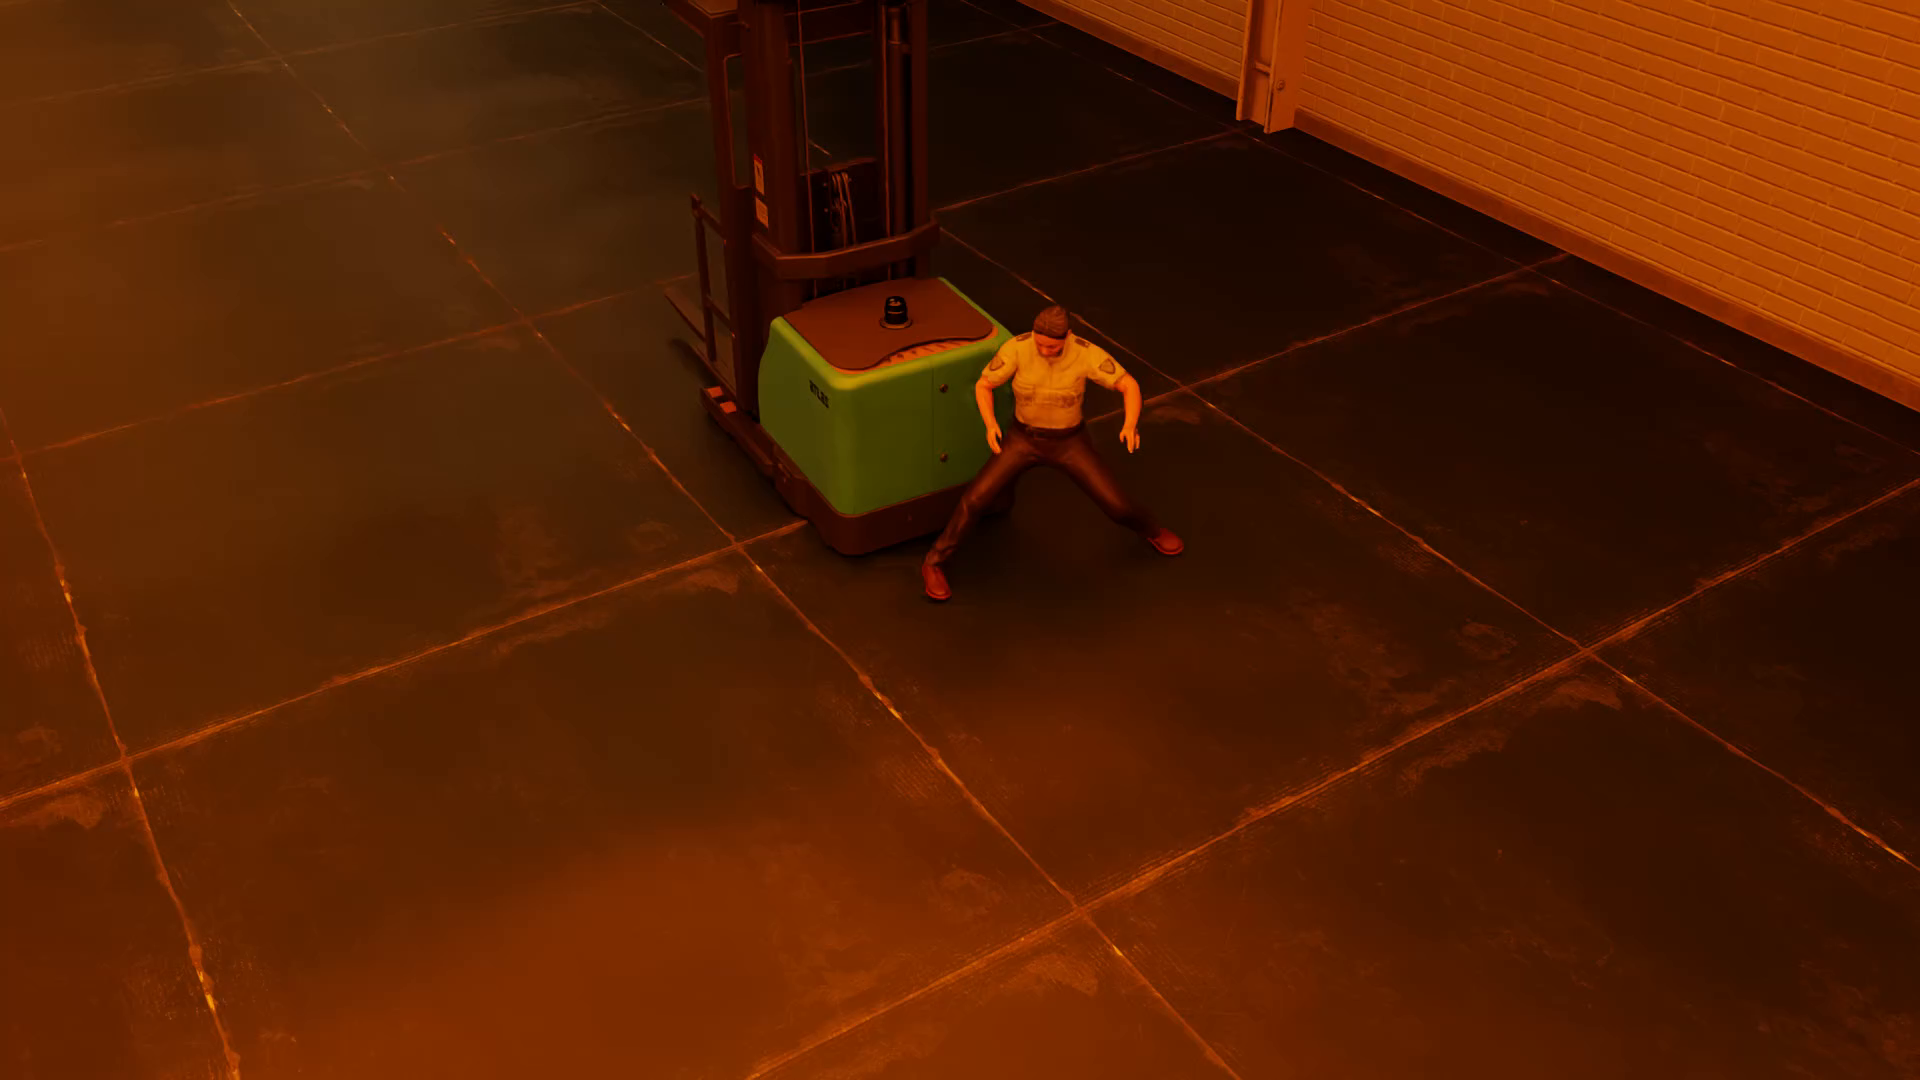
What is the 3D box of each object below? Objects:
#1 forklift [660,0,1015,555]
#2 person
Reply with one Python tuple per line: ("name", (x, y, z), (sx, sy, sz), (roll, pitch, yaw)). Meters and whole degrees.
("forklift", (-0.861, -1.947, 8.918), (1.130, 2.935, 3.031), (-18, 39, -23))
("person", (0.471, -0.440, 8.060), (1.285, 1.449, 0.789), (7, 36, 10))
